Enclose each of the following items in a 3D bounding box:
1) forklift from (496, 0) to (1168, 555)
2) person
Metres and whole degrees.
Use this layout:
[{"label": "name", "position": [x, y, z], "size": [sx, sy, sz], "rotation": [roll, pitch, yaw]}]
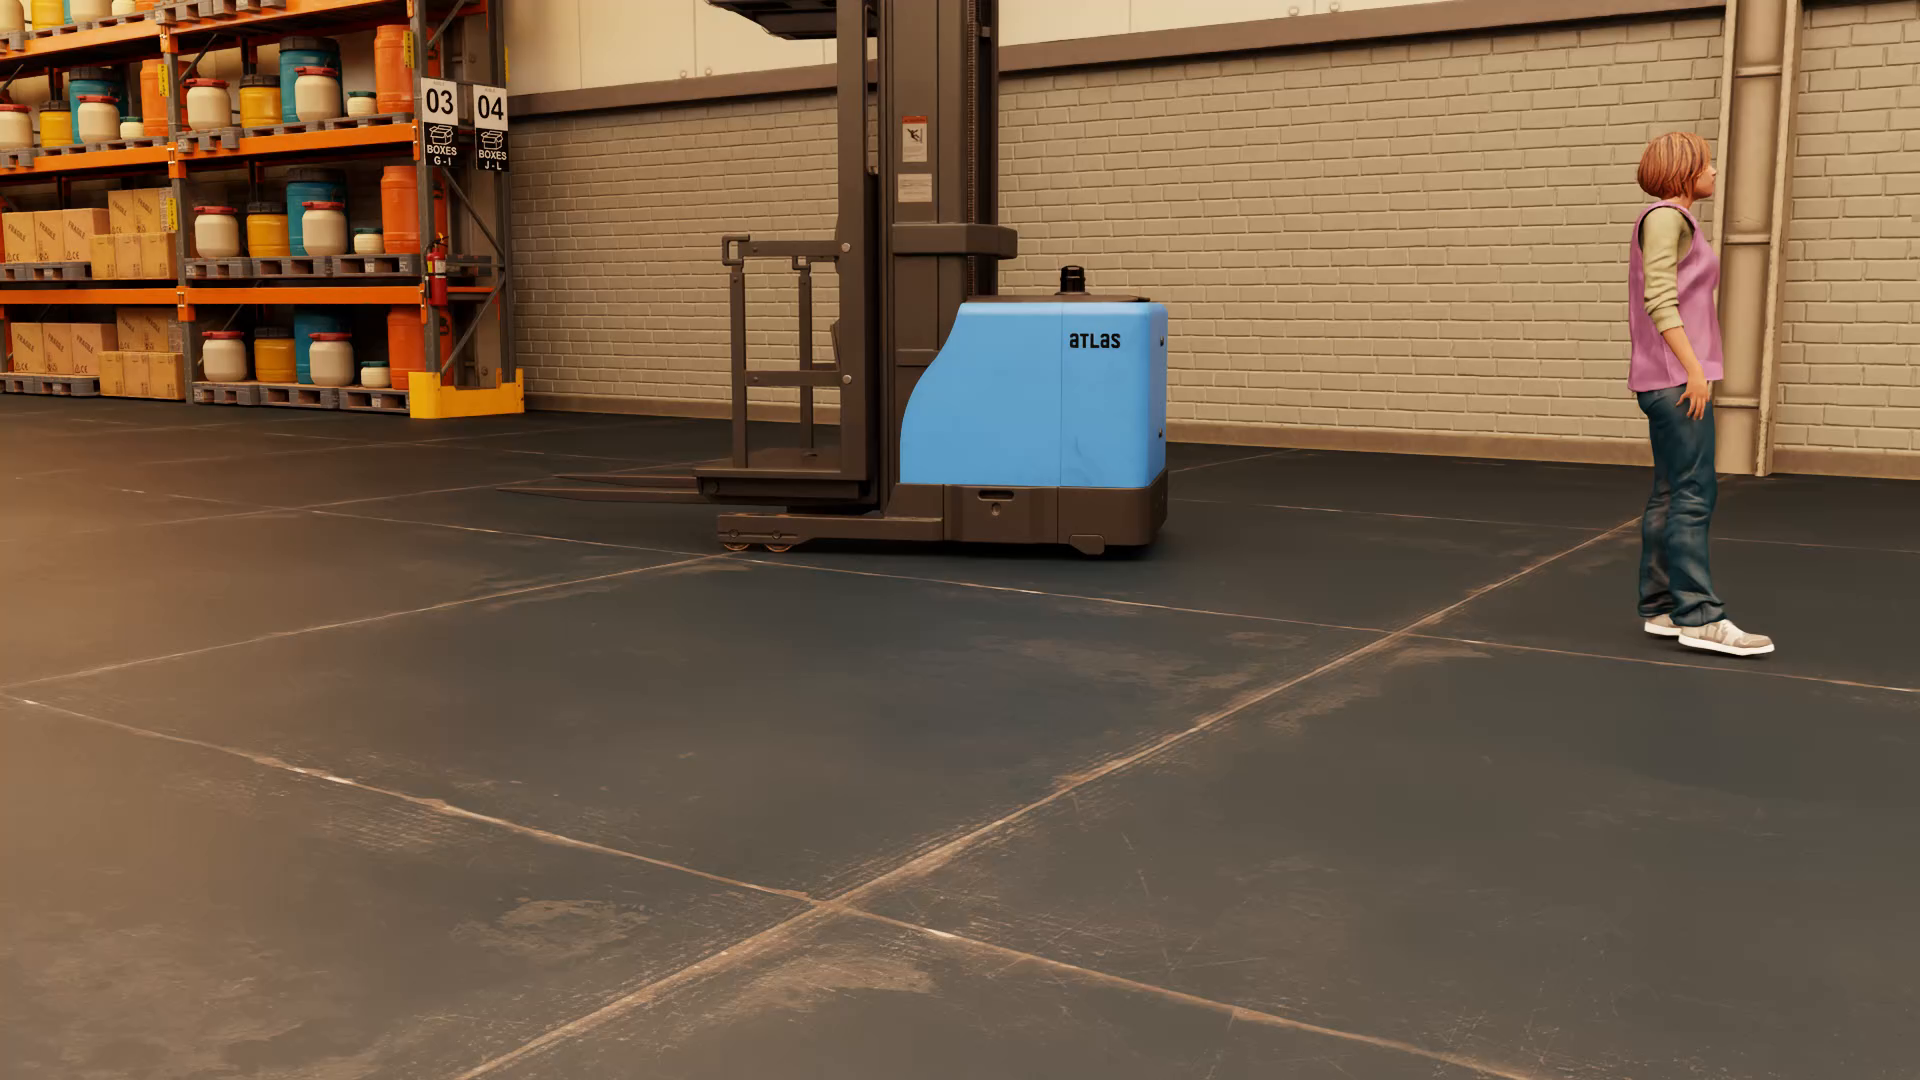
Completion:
[{"label": "forklift", "position": [-0.596, -1.469, 7.520], "size": [3.031, 2.935, 1.130], "rotation": [2, 8, 12]}, {"label": "person", "position": [2.333, -0.474, 5.219], "size": [0.473, 1.598, 0.518], "rotation": [3, 9, 22]}]
